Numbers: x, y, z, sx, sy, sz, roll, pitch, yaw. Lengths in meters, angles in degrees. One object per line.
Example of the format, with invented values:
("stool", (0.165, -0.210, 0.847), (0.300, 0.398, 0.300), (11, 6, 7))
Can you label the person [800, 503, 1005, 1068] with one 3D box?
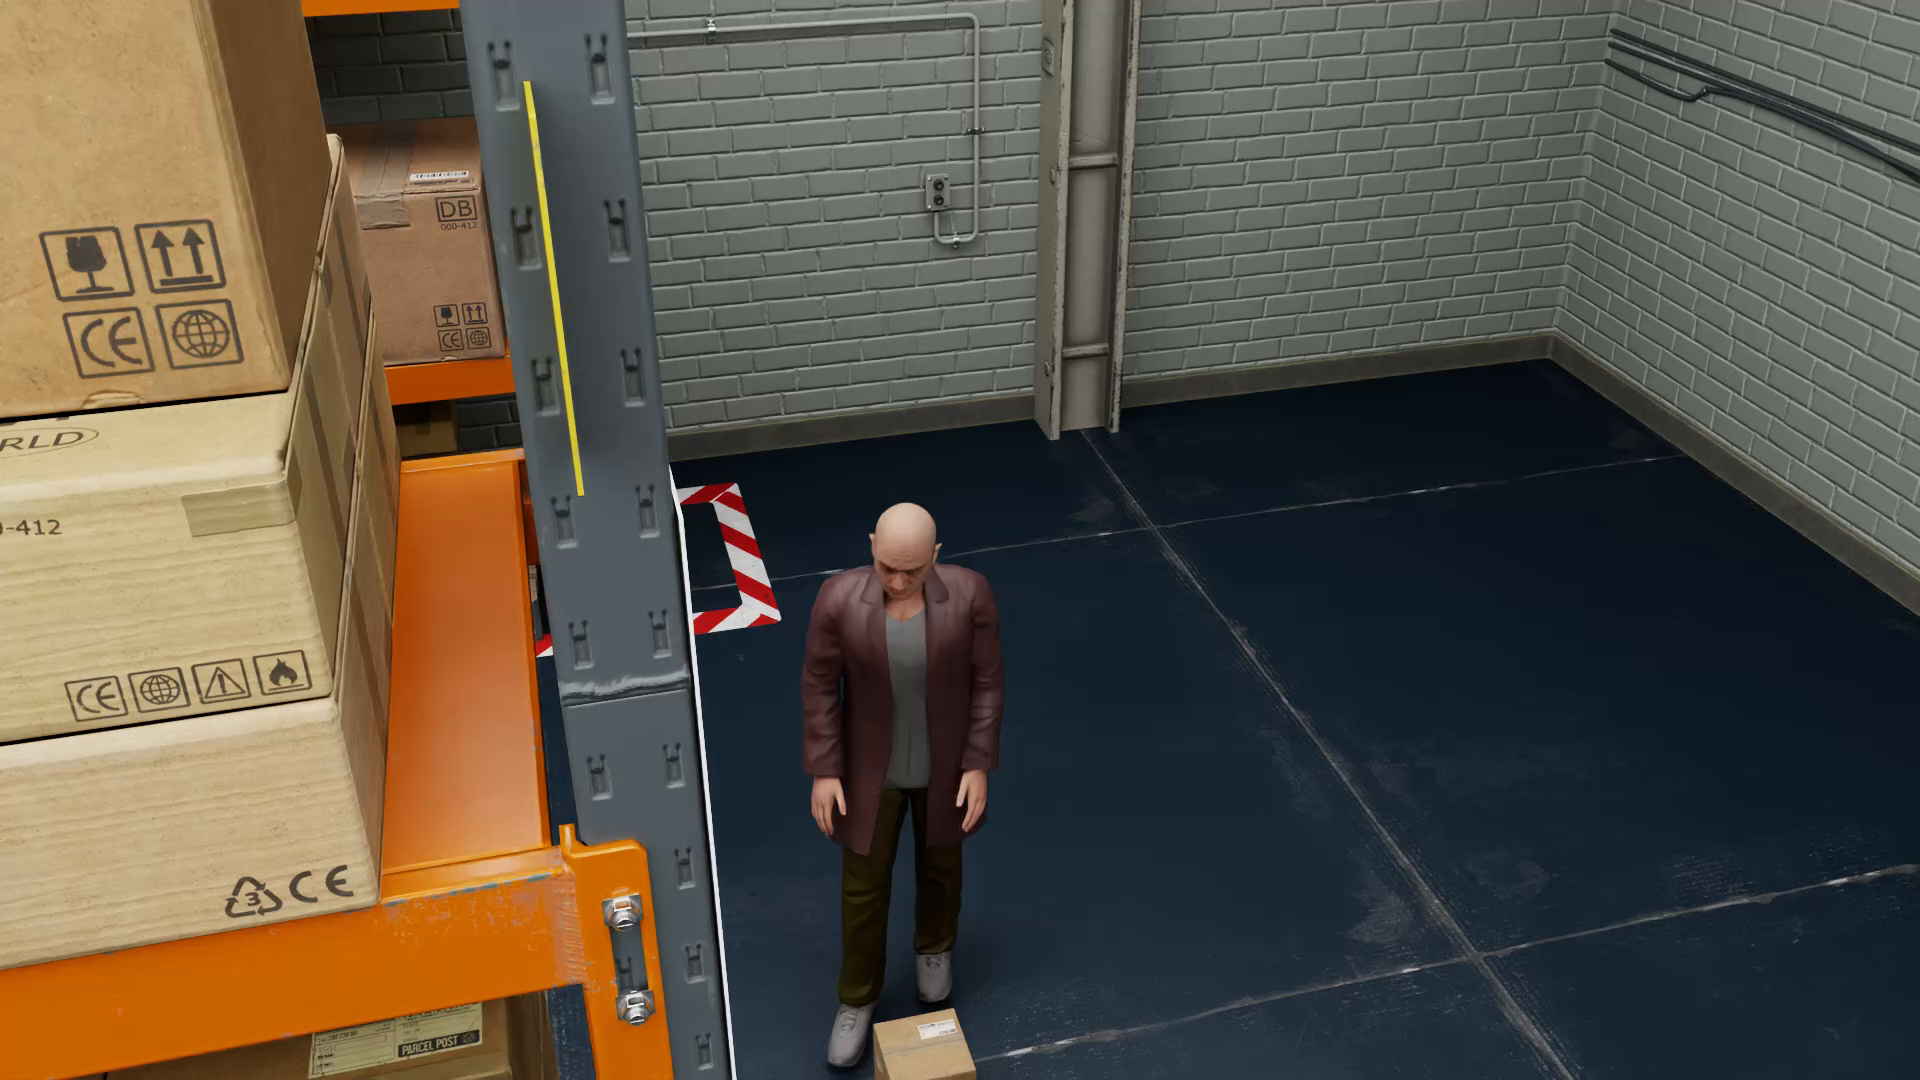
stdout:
("person", (-0.163, 0.698, 4.897), (0.594, 1.777, 0.624), (-1, 30, -2))
